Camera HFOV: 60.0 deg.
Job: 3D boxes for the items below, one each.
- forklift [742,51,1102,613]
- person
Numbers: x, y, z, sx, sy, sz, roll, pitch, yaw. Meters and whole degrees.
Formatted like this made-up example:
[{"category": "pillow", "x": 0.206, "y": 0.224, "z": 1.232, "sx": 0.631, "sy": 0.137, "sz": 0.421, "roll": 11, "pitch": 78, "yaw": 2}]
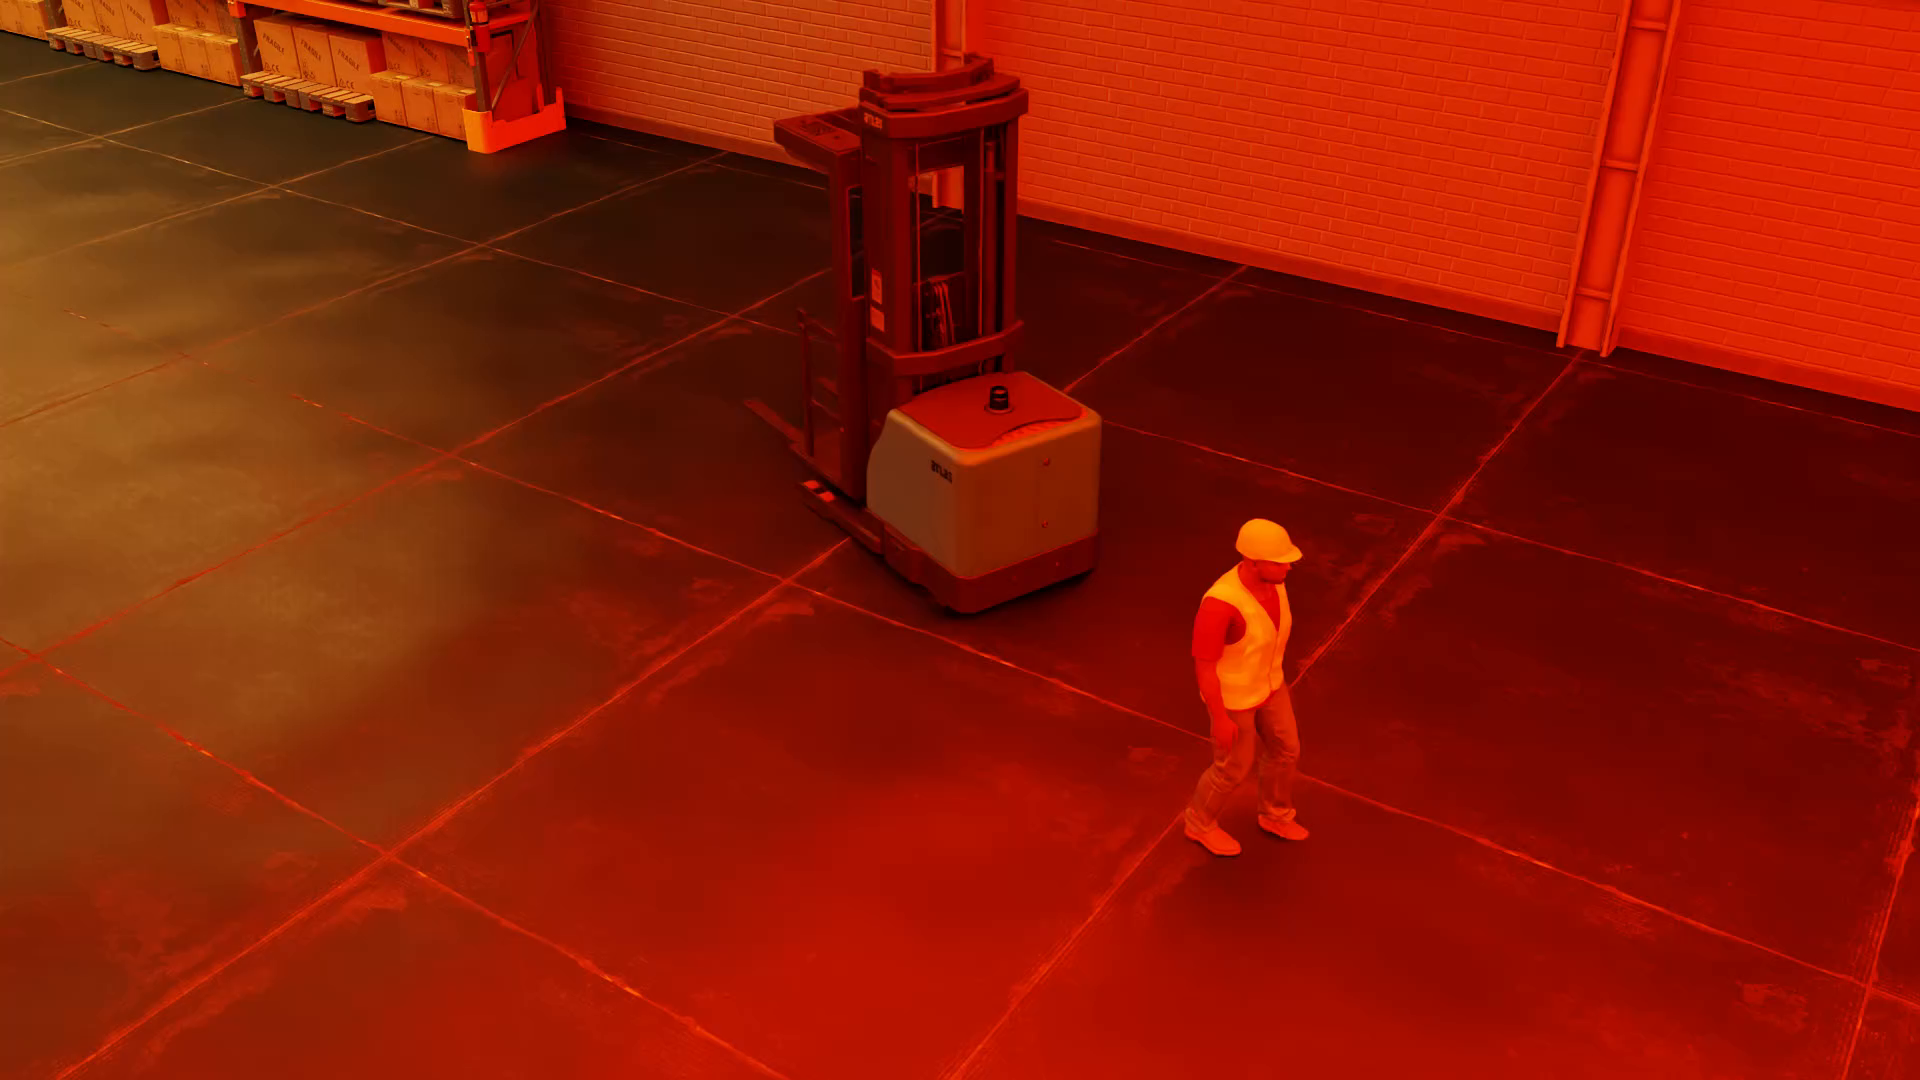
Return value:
[{"category": "forklift", "x": -0.409, "y": -1.534, "z": 10.222, "sx": 1.130, "sy": 2.935, "sz": 3.031, "roll": -19, "pitch": 35, "yaw": -29}, {"category": "person", "x": 1.350, "y": 0.724, "z": 7.571, "sx": 0.552, "sy": 1.802, "sz": 0.663, "roll": 23, "pitch": 37, "yaw": 34}]
